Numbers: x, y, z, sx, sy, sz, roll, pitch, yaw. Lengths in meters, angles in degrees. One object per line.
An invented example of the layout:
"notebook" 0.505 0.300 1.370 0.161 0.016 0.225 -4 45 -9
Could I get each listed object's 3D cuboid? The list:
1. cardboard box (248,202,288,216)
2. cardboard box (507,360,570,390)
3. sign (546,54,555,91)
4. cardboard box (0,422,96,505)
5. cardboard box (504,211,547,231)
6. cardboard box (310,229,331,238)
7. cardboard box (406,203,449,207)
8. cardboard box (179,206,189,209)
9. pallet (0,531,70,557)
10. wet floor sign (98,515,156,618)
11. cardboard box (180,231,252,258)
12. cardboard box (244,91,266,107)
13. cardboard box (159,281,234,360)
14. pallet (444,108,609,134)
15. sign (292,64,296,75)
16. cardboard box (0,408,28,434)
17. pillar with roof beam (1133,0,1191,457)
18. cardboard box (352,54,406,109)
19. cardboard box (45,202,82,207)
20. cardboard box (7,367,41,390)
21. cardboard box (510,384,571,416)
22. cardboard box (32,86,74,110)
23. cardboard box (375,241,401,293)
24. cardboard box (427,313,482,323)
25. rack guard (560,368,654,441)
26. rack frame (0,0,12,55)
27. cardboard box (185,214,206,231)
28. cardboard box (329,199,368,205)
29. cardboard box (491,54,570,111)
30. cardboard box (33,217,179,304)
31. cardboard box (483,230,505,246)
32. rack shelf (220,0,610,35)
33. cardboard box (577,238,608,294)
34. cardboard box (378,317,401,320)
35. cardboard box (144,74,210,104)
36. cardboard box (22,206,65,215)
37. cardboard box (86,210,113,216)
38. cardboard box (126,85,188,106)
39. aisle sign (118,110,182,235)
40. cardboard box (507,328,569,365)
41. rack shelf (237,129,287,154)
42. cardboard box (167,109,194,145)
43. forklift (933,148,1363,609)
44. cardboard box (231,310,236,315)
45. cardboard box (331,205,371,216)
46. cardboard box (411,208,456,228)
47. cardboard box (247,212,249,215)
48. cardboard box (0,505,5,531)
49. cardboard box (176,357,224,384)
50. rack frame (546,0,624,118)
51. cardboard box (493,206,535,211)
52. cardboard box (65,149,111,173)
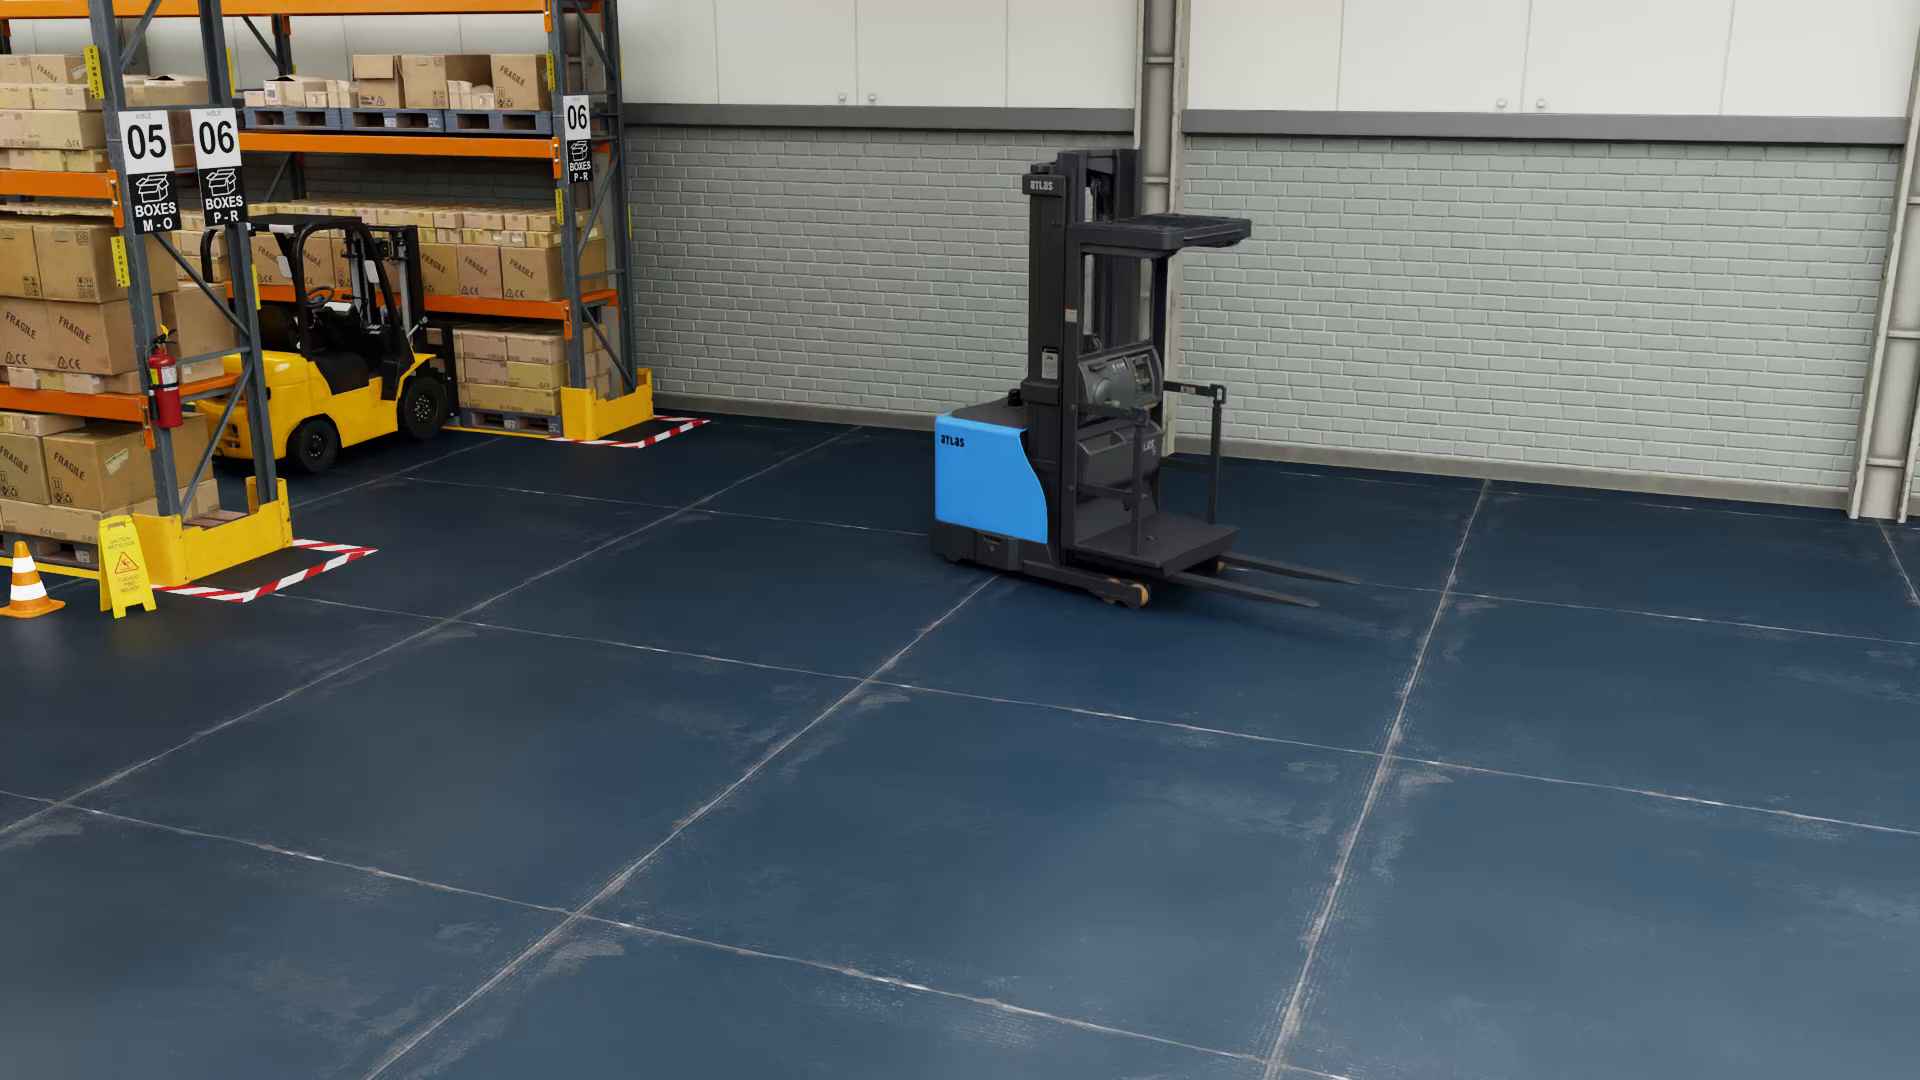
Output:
"cardboard box" -7.034 -3.361 16.993 0.250 0.149 0.380 7 17 22
"cardboard box" -4.068 -1.649 16.254 0.500 0.250 0.500 6 17 20
"sign" -3.712 -4.247 15.096 0.005 0.325 0.100 6 17 21
"cardboard box" -6.646 -0.579 12.121 0.500 0.500 0.500 7 18 23
"cardboard box" -4.152 -3.060 15.958 0.250 0.149 0.380 6 17 21
"cardboard box" -6.325 -3.136 16.754 0.250 0.149 0.380 7 17 22
"cardboard box" -5.410 -3.342 16.930 0.250 0.149 0.380 7 18 22
"cardboard box" -8.636 -3.563 18.224 0.250 0.149 0.380 6 17 20
"pallet" -7.263 -0.157 12.836 1.213 0.211 1.003 6 17 21
"wet floor sign" -5.534 0.157 10.976 0.232 0.644 0.267 14 21 40
"cardboard box" -7.772 -3.120 17.412 0.500 0.250 0.500 6 17 19
"cardboard box" -6.915 -4.413 16.631 0.250 0.149 0.380 7 17 22
"cardboard box" -5.657 -1.582 12.030 0.500 0.500 0.500 6 17 20
"pallet" -4.149 -4.036 15.973 1.213 0.211 1.003 6 17 21
"sign" -7.019 -4.839 17.511 0.005 0.325 0.100 6 17 21
"cardboard box" -6.758 -0.885 12.011 0.250 0.149 0.380 7 17 22
"pillar with roof beam" 0.184 -4.014 10.360 0.400 9.000 9.100 6 17 21
"cardboard box" -5.448 -4.481 16.230 0.637 0.503 0.797 7 18 22
"cardboard box" -10.063 -3.716 18.749 0.250 0.149 0.380 6 17 21
"cardboard box" -6.502 -1.180 11.810 0.250 0.149 0.380 7 17 22
"cardboard box" -4.053 -1.406 16.315 0.500 0.250 0.500 6 17 21
"cardboard box" -5.967 -2.968 11.157 0.250 0.149 0.380 7 17 22
"cardboard box" -5.482 -2.745 16.570 0.500 0.500 0.500 6 17 21
"cardboard box" -5.280 -2.176 17.176 0.500 0.250 0.500 6 17 20
"rack guard" -3.478 -1.356 16.447 0.348 0.500 1.175 6 17 21
"rack frame" -10.942 -6.258 18.089 0.127 3.000 1.000 6 17 21
"cardboard box" -7.867 -3.326 17.408 0.250 0.149 0.380 6 17 20
"cardboard box" -6.344 -3.456 17.321 0.250 0.149 0.380 6 17 20
"cardboard box" -4.002 -4.279 15.540 0.500 0.500 0.500 7 18 22
"cardboard box" -5.874 -1.937 11.461 0.500 0.500 0.700 6 17 19
"cardboard box" -4.393 -2.942 16.084 0.250 0.149 0.380 7 17 22
"rack shelf" -5.361 -5.107 16.131 4.000 0.370 1.077 6 17 21
"cardboard box" -3.859 -2.729 16.515 0.500 0.500 0.500 7 18 22
"cardboard box" -5.948 -2.095 16.896 0.500 0.250 0.500 7 18 23
"cardboard box" -7.984 -4.626 17.075 0.500 0.311 0.500 6 17 19
"cardboard box" -10.009 -3.557 18.204 0.250 0.149 0.380 6 17 21
"cardboard box" -9.095 -3.435 17.782 0.250 0.149 0.380 6 17 19
"cardboard box" -5.574 -3.063 11.484 0.250 0.149 0.380 6 17 20
"aisle sign" -5.367 -2.438 11.027 0.004 0.787 0.394 6 17 21
"cardboard box" -4.043 -1.886 16.176 0.500 0.250 0.500 7 18 22
"rack shelf" -9.082 -4.267 17.903 4.000 0.370 1.077 6 17 21
"cardboard box" -5.688 -2.903 11.647 0.500 0.250 0.500 6 17 20
"forklift" 1.267 -1.114 11.255 3.031 2.935 1.130 13 20 37
"cardboard box" -8.430 -2.161 18.243 0.625 0.625 0.875 6 17 20
"cardboard box" -6.064 -3.261 16.650 0.250 0.149 0.380 6 17 20
"cardboard box" -5.135 -3.147 16.259 0.250 0.149 0.380 7 17 22
"cardboard box" -7.470 -3.419 17.727 0.250 0.149 0.380 6 17 19
"cardboard box" -7.137 -0.272 12.409 0.500 0.250 0.500 6 17 19
"cardboard box" -5.558 -1.239 12.010 0.250 0.149 0.380 6 17 21
"rack frame" -3.500 -5.440 15.270 0.127 3.000 1.000 6 17 21
"cardboard box" -4.441 -3.239 16.573 0.250 0.149 0.380 6 17 21
"cardboard box" -5.753 -2.555 11.163 0.250 0.149 0.380 6 17 21
